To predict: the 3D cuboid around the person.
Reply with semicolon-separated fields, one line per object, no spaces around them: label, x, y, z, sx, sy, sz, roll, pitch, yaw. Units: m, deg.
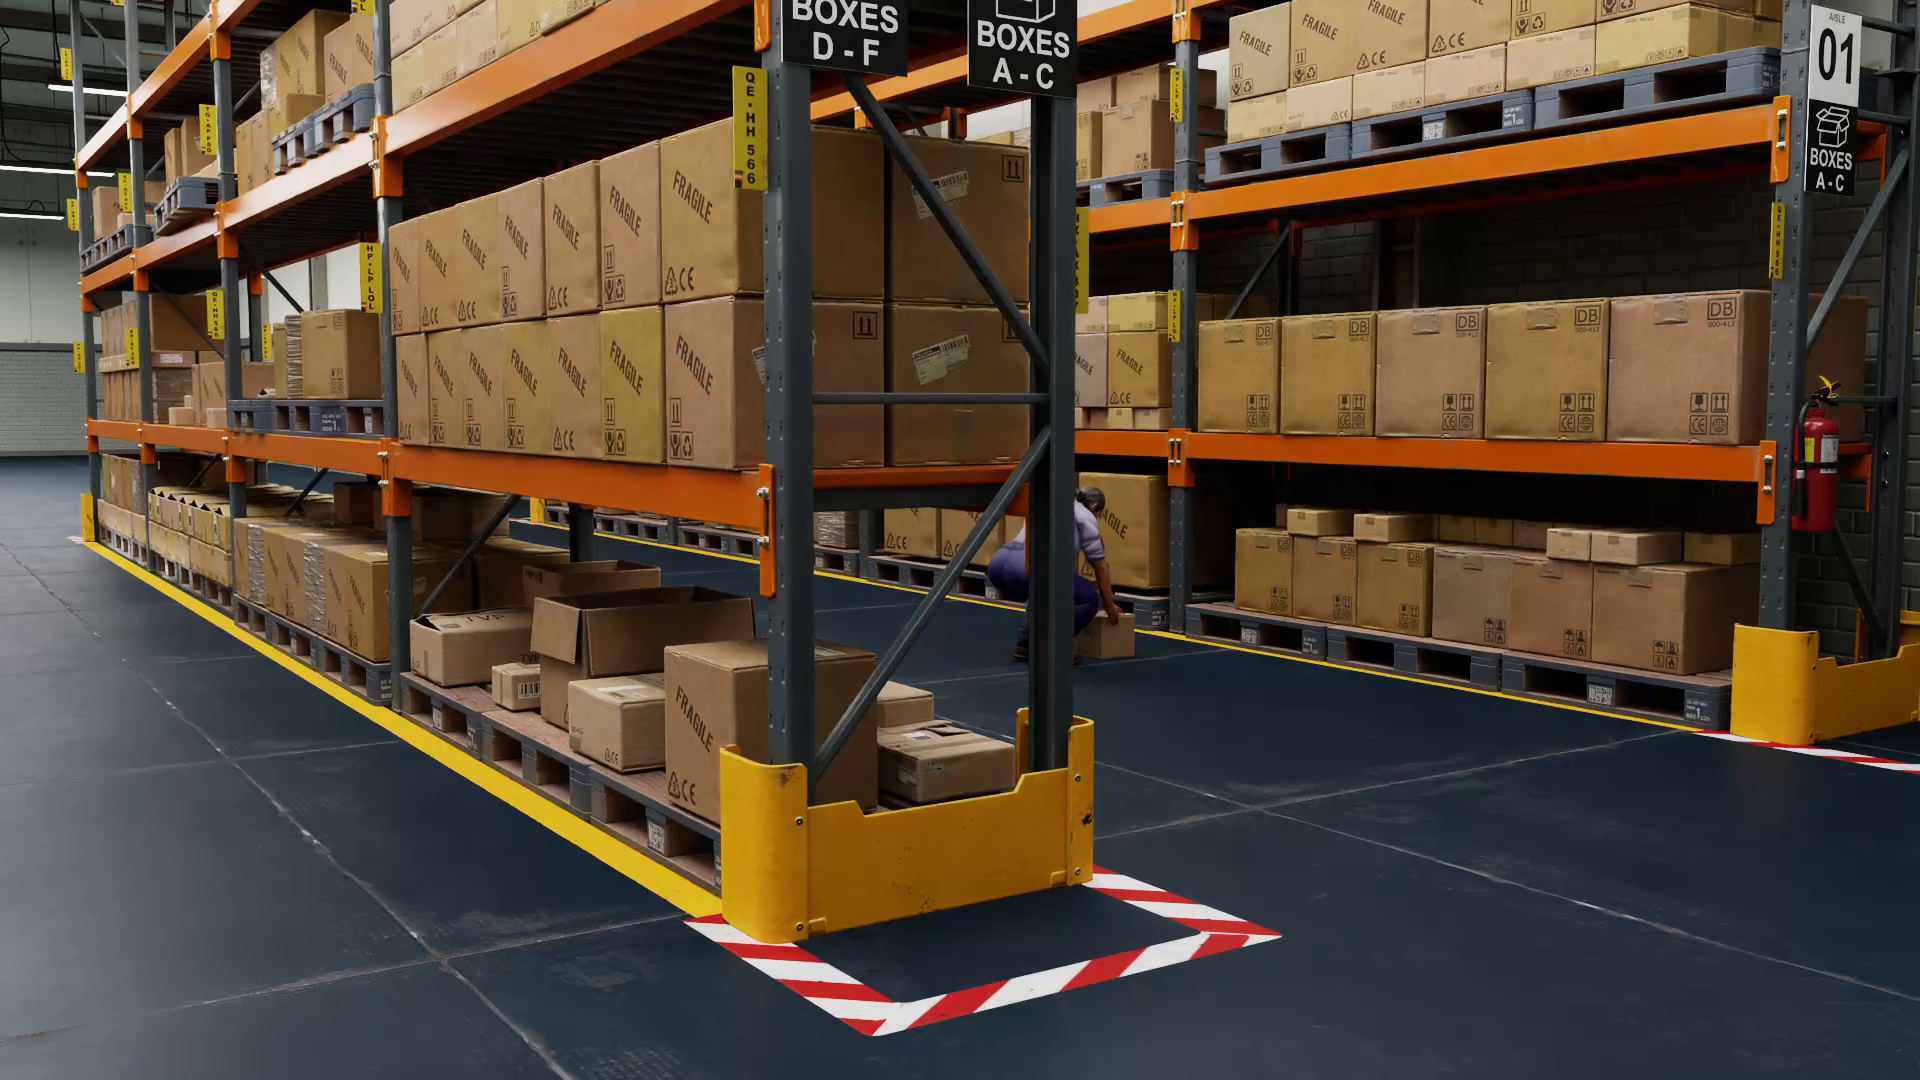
person;0.560;0.204;9.636;0.729;1.005;0.530;-3;6;-34
